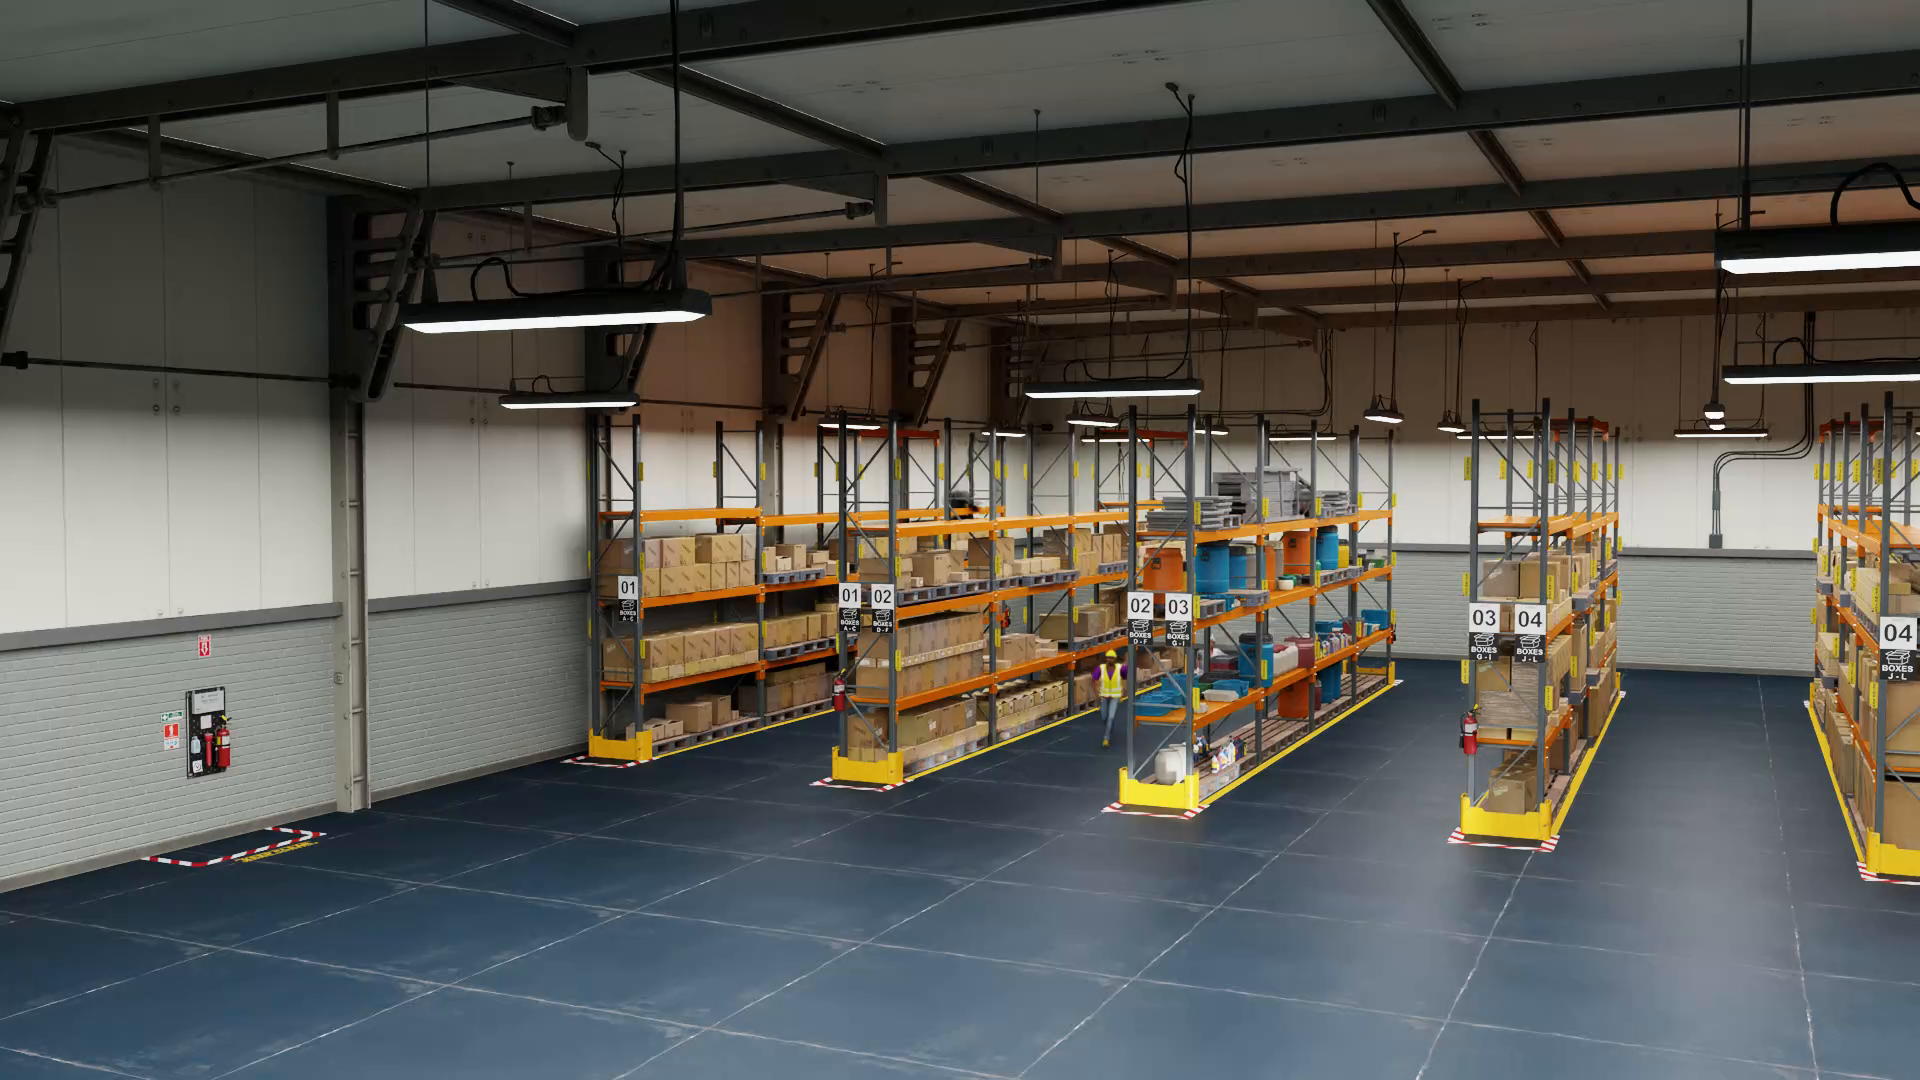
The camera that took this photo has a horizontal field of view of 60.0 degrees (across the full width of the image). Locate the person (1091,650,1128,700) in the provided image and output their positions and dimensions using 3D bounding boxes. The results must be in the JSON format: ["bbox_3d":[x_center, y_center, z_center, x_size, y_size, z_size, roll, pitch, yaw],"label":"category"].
[{"bbox_3d":[2.763,2.475,30.534,0.726,0.911,0.392,0,2,9],"label":"person"}]

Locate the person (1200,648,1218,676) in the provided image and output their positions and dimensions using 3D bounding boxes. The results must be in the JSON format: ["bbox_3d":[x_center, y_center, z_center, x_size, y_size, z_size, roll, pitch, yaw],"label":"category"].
[{"bbox_3d":[4.950,2.851,33.032,0.437,1.421,0.658,1,3,21],"label":"person"}]
